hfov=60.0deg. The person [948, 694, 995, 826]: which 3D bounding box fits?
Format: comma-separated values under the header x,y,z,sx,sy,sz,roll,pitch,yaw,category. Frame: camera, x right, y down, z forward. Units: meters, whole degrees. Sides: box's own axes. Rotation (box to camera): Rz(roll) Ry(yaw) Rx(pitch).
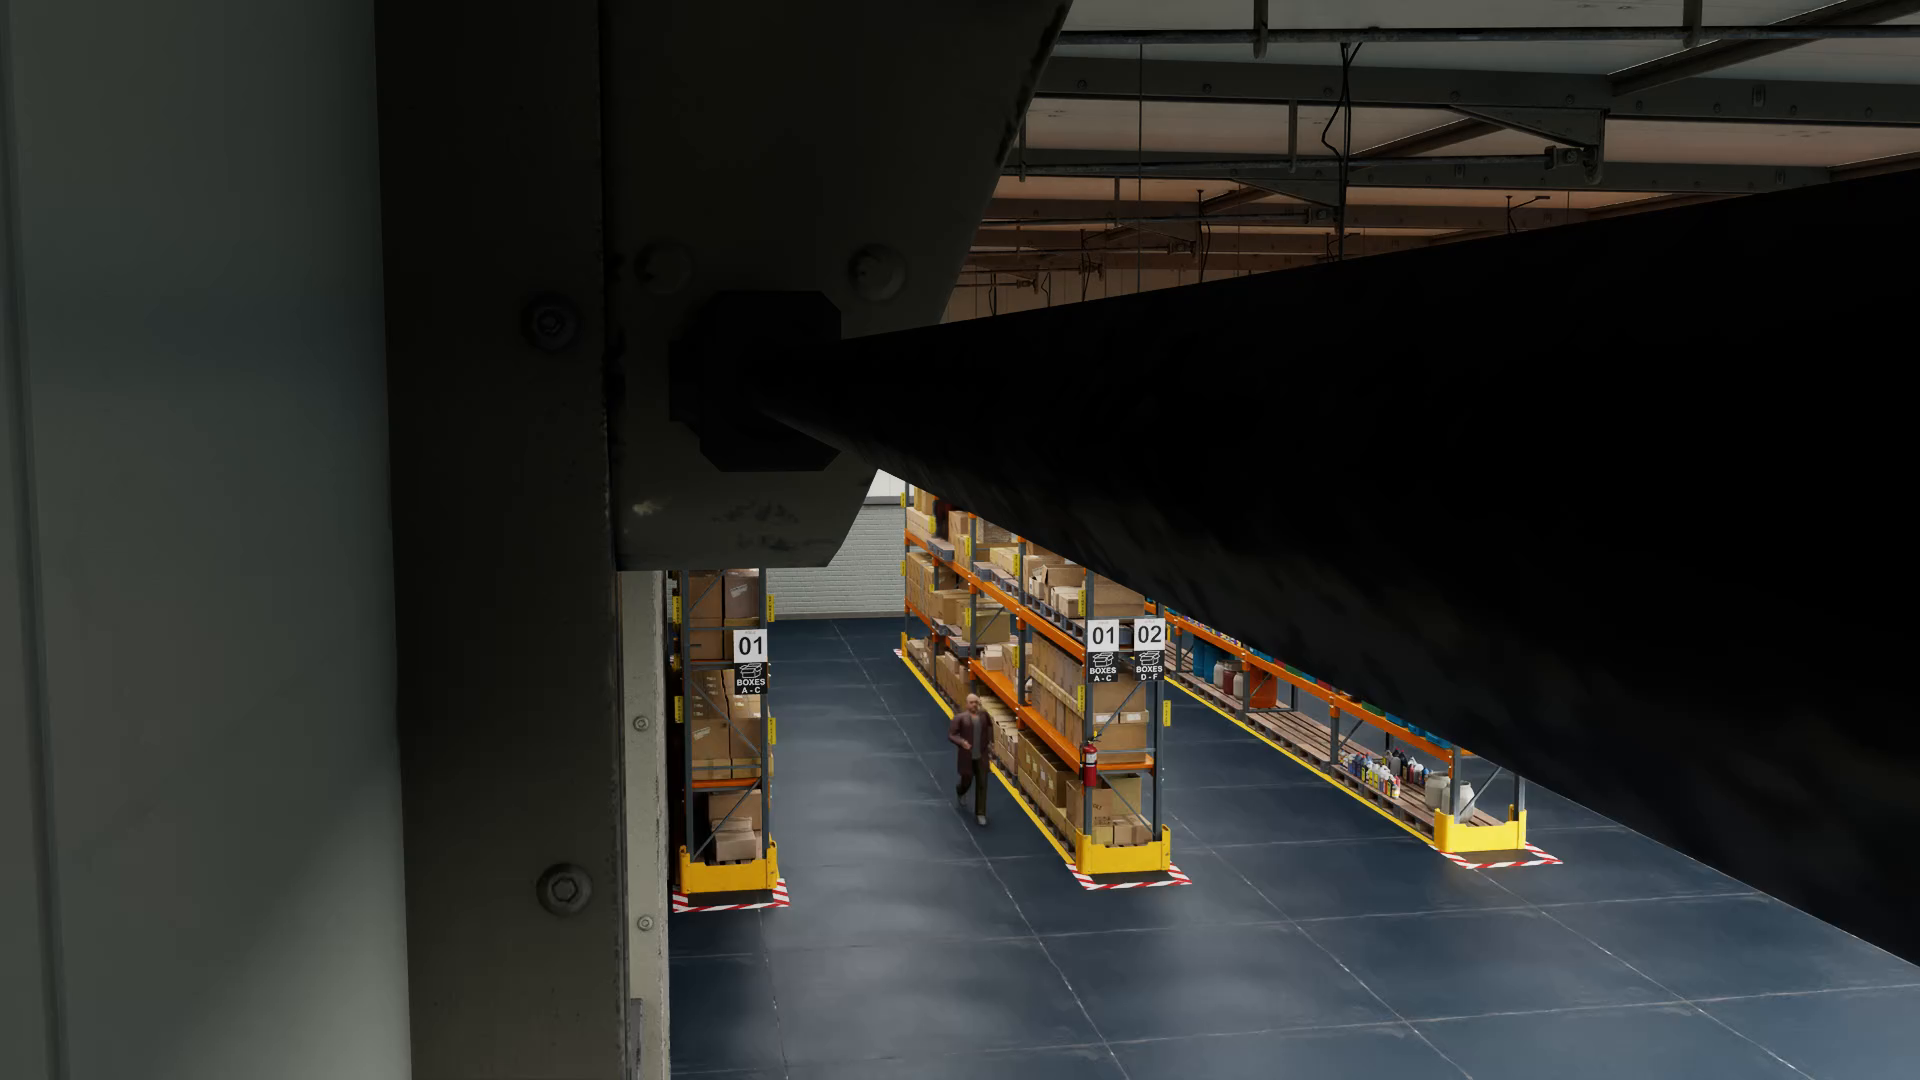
x,y,z,sx,sy,sz,roll,pitch,yaw,category
0.178,3.028,23.297,0.718,1.764,1.024,-2,6,-17,person
